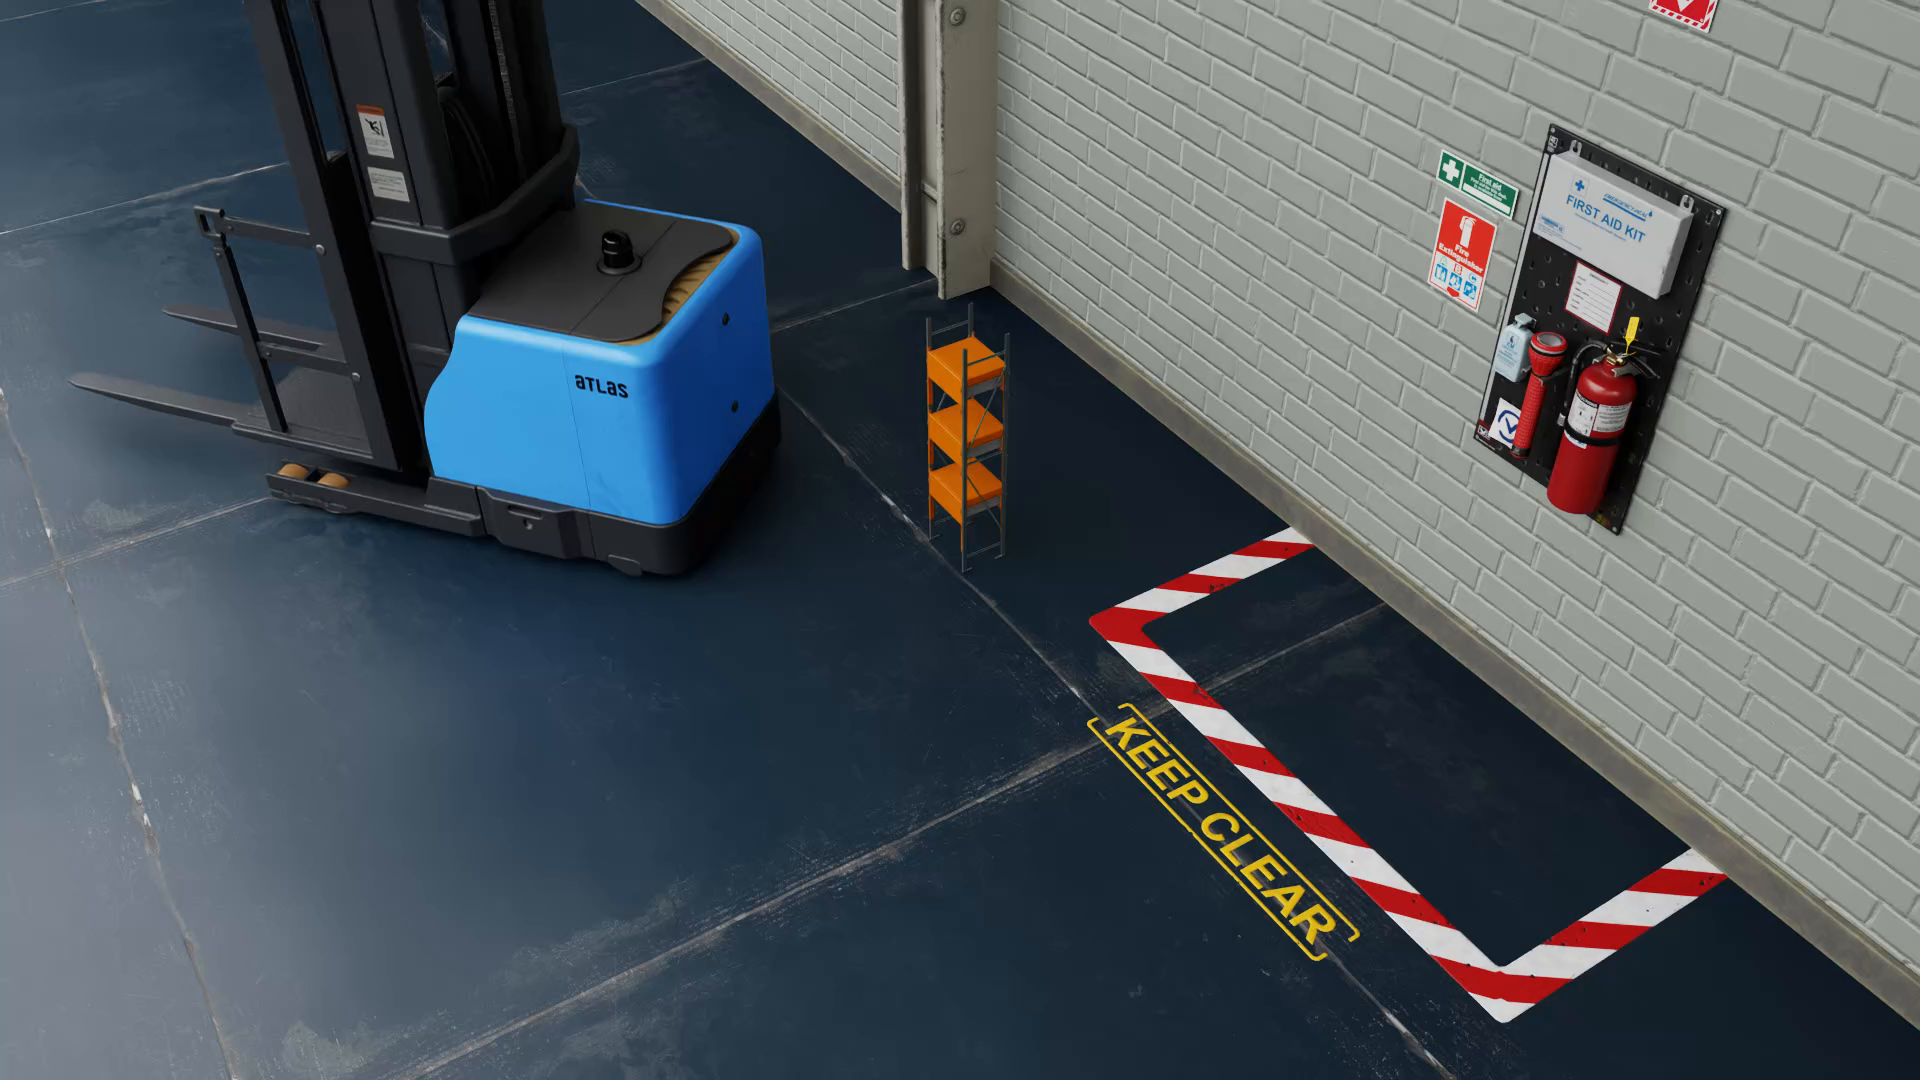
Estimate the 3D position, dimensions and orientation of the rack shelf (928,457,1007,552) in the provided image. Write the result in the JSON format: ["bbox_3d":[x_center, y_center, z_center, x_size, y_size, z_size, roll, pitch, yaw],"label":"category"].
[{"bbox_3d":[0.029,-0.153,6.564,0.215,0.259,0.240,-22,45,-24],"label":"rack shelf"}]

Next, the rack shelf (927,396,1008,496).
[{"bbox_3d":[0.029,-0.366,6.386,0.215,0.259,0.240,-22,45,-24],"label":"rack shelf"}]

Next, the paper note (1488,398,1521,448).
[{"bbox_3d":[1.835,-0.378,5.548,0.016,0.148,0.142,-22,45,-24],"label":"paper note"}]

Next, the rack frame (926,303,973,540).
[{"bbox_3d":[-0.037,-0.440,6.458,0.200,1.050,0.008,-22,45,-24],"label":"rack frame"}]

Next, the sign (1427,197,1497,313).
[{"bbox_3d":[1.661,-0.945,5.513,0.001,0.329,0.234,-22,45,-24],"label":"sign"}]

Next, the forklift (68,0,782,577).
[{"bbox_3d":[-2.342,-1.543,6.312,3.031,2.935,1.130,12,41,14],"label":"forklift"}]

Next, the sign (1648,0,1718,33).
[{"bbox_3d":[1.952,-1.526,4.427,0.001,0.298,0.199,-22,45,-24],"label":"sign"}]

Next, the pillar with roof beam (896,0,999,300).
[{"bbox_3d":[-3.687,-3.311,3.694,9.100,9.000,0.400,-22,45,-24],"label":"pillar with roof beam"}]

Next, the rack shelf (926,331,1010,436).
[{"bbox_3d":[0.029,-0.584,6.204,0.215,0.259,0.240,-22,45,-24],"label":"rack shelf"}]

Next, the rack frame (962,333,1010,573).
[{"bbox_3d":[0.094,-0.309,6.300,0.200,1.050,0.008,-22,45,-24],"label":"rack frame"}]

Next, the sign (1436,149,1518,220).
[{"bbox_3d":[1.656,-1.143,5.336,0.001,0.109,0.331,-22,45,-24],"label":"sign"}]

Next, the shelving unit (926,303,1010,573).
[{"bbox_3d":[0.029,-0.374,6.379,0.215,1.050,0.252,-22,45,-24],"label":"shelving unit"}]

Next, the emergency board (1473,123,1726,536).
[{"bbox_3d":[1.872,-0.597,5.123,0.194,1.169,0.643,-22,45,-24],"label":"emergency board"}]
